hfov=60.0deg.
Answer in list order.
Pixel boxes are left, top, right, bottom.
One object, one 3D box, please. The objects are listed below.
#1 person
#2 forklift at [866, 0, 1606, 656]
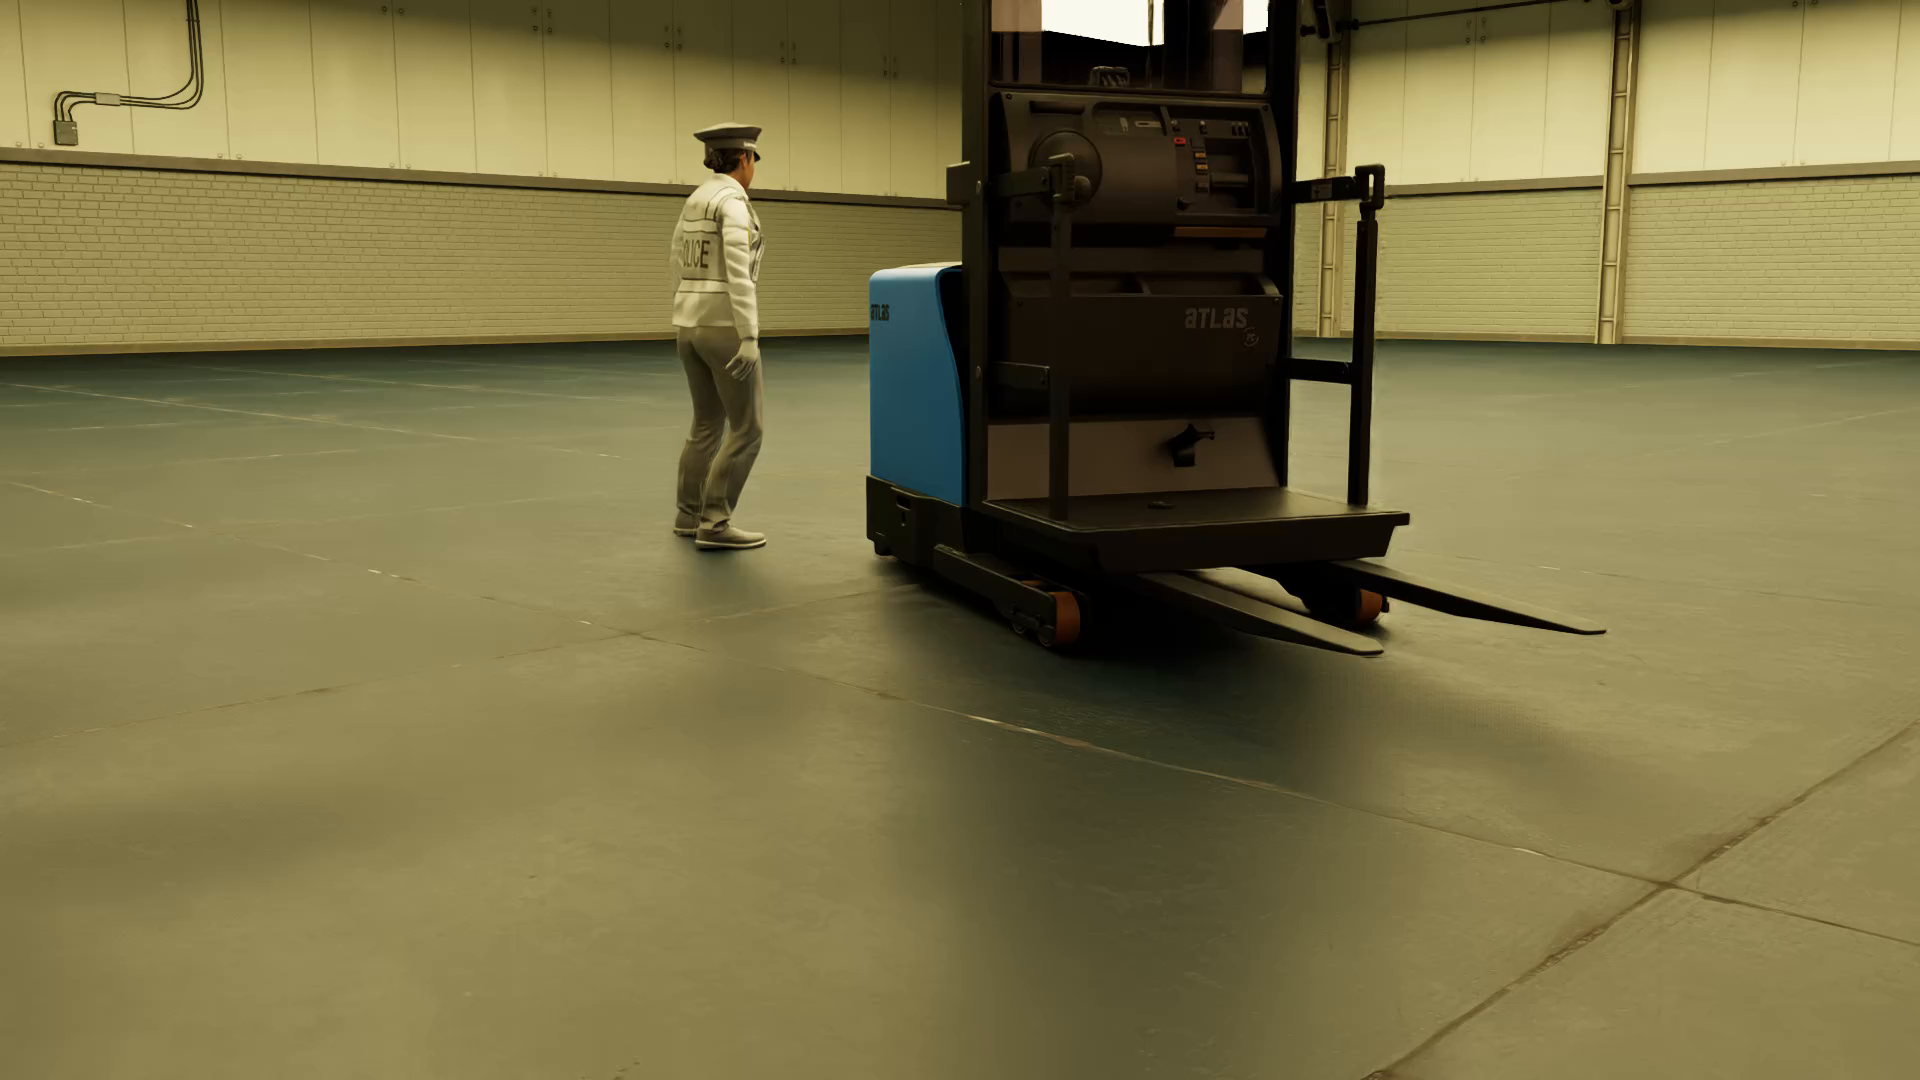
[{"bbox_3d":[-0.945,-0.796,6.522,0.365,1.641,0.753,-6,11,-35],"label":"person"},{"bbox_3d":[0.644,-1.213,4.929,1.130,2.935,3.031,-3,9,-21],"label":"forklift"}]
